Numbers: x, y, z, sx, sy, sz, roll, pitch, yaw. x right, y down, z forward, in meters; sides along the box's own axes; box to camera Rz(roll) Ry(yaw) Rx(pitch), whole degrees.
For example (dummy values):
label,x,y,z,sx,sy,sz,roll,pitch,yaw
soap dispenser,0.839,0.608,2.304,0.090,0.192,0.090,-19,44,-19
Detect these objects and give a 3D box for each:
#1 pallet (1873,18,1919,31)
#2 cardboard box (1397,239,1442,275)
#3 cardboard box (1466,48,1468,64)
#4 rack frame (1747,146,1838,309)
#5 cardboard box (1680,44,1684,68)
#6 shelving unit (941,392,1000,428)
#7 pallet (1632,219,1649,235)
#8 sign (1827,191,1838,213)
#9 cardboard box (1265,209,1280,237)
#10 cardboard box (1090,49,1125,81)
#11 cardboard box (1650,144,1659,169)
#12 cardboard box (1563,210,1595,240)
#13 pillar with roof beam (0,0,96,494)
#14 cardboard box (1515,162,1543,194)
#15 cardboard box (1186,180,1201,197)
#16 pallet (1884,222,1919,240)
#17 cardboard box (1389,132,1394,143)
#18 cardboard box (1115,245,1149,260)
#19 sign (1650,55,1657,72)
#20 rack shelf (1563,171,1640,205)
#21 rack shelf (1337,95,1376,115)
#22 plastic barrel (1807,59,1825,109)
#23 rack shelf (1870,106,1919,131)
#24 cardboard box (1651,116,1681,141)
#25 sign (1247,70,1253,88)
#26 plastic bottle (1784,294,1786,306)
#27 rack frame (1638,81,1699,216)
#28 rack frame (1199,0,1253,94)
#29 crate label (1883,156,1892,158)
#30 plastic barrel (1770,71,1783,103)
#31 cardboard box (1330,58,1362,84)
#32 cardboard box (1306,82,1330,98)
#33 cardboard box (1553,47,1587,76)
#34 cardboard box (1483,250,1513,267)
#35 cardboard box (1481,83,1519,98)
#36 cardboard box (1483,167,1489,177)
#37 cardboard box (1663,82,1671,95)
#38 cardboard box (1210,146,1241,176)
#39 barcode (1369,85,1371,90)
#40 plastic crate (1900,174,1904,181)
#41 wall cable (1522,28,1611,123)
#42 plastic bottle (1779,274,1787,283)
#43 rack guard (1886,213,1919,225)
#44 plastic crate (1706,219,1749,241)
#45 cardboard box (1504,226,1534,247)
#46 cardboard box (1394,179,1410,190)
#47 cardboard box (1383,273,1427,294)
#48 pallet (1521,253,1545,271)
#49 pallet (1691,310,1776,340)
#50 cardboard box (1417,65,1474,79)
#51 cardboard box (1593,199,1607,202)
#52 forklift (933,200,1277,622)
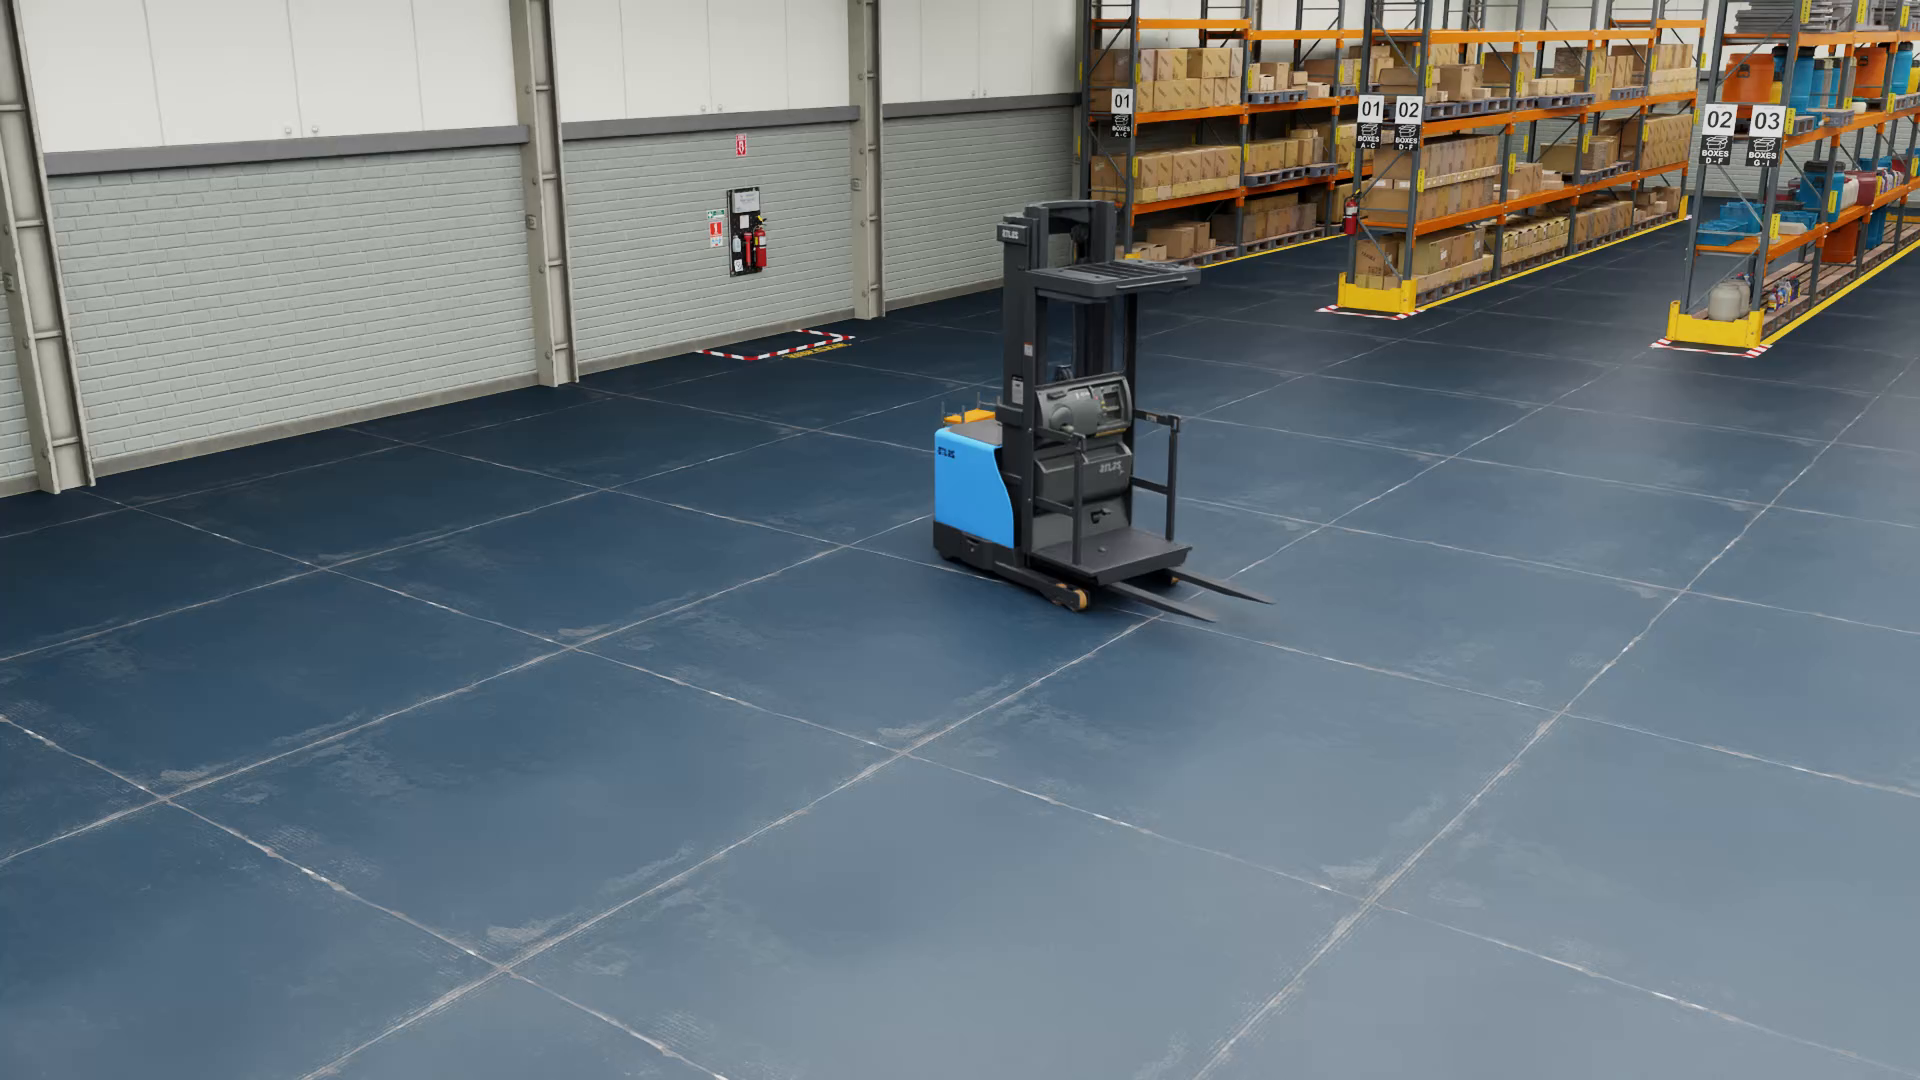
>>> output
label,x,y,z,sx,sy,sz,roll,pitch,yaw
pallet,15.663,-8.811,28.435,1.213,0.211,1.003,12,21,35
cardboard box,7.260,-4.485,26.291,0.500,0.500,0.500,12,21,35
cardboard box,11.494,-11.344,38.770,0.500,0.500,0.500,13,22,36
rack frame,12.825,-5.108,25.634,1.000,3.000,0.127,12,21,35
cardboard box,15.340,-10.570,36.312,0.700,0.500,0.500,12,21,35
shelving unit,0.093,-0.614,14.199,0.258,1.200,0.503,13,22,37
pallet,14.026,-6.721,35.531,1.003,0.211,1.213,12,21,35
sign,13.260,-5.140,25.271,0.100,0.325,0.005,12,21,35
cardboard box,5.898,-6.299,32.944,0.700,0.500,0.500,13,21,35
cardboard box,2.532,-8.022,28.072,0.500,0.500,0.500,14,22,37
cardboard box,14.441,-8.133,35.207,0.500,0.500,0.500,13,21,36
cardboard box,12.040,-6.137,32.420,0.500,0.500,0.500,12,21,33
pillar with roof beam,-5.060,-4.042,12.087,9.100,9.000,0.400,12,21,35
cardboard box,10.246,-6.582,30.212,0.500,0.500,0.500,11,20,32
cardboard box,3.940,-6.270,29.596,0.500,0.250,0.500,13,21,35
pallet,19.452,-6.445,34.641,1.003,0.211,1.213,12,21,35
cardboard box,9.266,-8.685,36.451,0.500,0.500,0.500,13,21,35
cardboard box,2.970,-4.981,29.016,0.500,0.311,0.500,10,20,29
sign,14.063,-9.660,33.698,0.100,0.325,0.005,12,21,35
rack shelf,12.424,-7.069,33.164,1.077,0.370,4.000,12,21,35
rack shelf,8.443,-9.376,35.535,1.077,0.370,4.000,12,21,35
plastic barrel,12.953,-6.939,25.628,0.600,0.901,0.708,12,21,35
rack shelf,16.400,-7.626,29.897,1.077,0.370,4.000,12,21,35
cardboard box,15.349,-8.968,36.210,0.500,0.500,0.500,13,22,36
sign,5.309,-8.444,30.447,0.100,0.325,0.005,12,21,35
plastic bottle,12.217,-3.583,24.702,0.097,0.201,0.097,0,17,0
rack frame,15.999,-8.842,37.659,1.000,3.000,0.127,12,21,35
rack frame,4.868,-9.723,30.381,1.000,3.000,0.127,12,21,35
crate label,19.563,-7.914,34.851,0.416,0.233,0.303,12,21,35
plastic barrel,11.019,-6.172,22.977,0.600,0.588,0.600,0,17,0
cardboard box,8.108,-9.892,35.072,0.700,0.500,0.500,14,22,37
cardboard box,7.040,-8.991,33.199,0.500,0.311,0.500,12,21,35
cardboard box,11.497,-8.997,31.246,0.500,0.500,0.500,12,21,35
cardboard box,9.288,-4.924,28.969,0.500,0.250,0.500,12,21,33
cardboard box,9.224,-7.690,28.437,0.500,0.250,0.500,15,23,40
cardboard box,8.556,-6.117,27.623,0.380,0.149,0.250,12,21,33
cardboard box,14.704,-9.560,35.164,0.500,0.250,0.500,12,21,35
cardboard box,4.835,-6.987,30.641,0.500,0.500,0.500,12,21,35
barcode,6.258,-6.898,25.362,0.001,0.075,0.075,12,21,35
plastic crate,17.984,-7.001,32.075,0.396,0.136,0.243,12,21,35
wall cable,15.675,-12.383,44.180,3.097,2.526,0.112,12,21,35
plastic bottle,12.557,-3.874,25.385,0.144,0.351,0.185,12,21,35
rack guard,19.979,-6.780,35.234,1.175,0.500,0.348,12,21,35
plastic crate,10.891,-4.410,23.637,0.499,0.251,0.408,12,21,35
cardboard box,9.905,-5.435,29.671,0.500,0.311,0.500,12,21,33
cardboard box,6.872,-5.444,25.455,0.380,0.149,0.250,12,21,34
cardboard box,6.964,-4.007,26.017,0.500,0.250,0.500,12,21,35
pallet,9.983,-5.126,30.396,1.003,0.211,1.213,12,21,35
pallet,10.937,-3.042,23.684,1.003,0.211,1.213,12,21,35
cardboard box,7.766,-7.363,26.721,0.797,0.503,0.637,15,23,41
cardboard box,13.132,-6.833,34.664,0.500,0.500,0.500,11,21,32
forklift,1.091,-1.027,12.609,1.130,2.935,3.031,-13,22,-37
